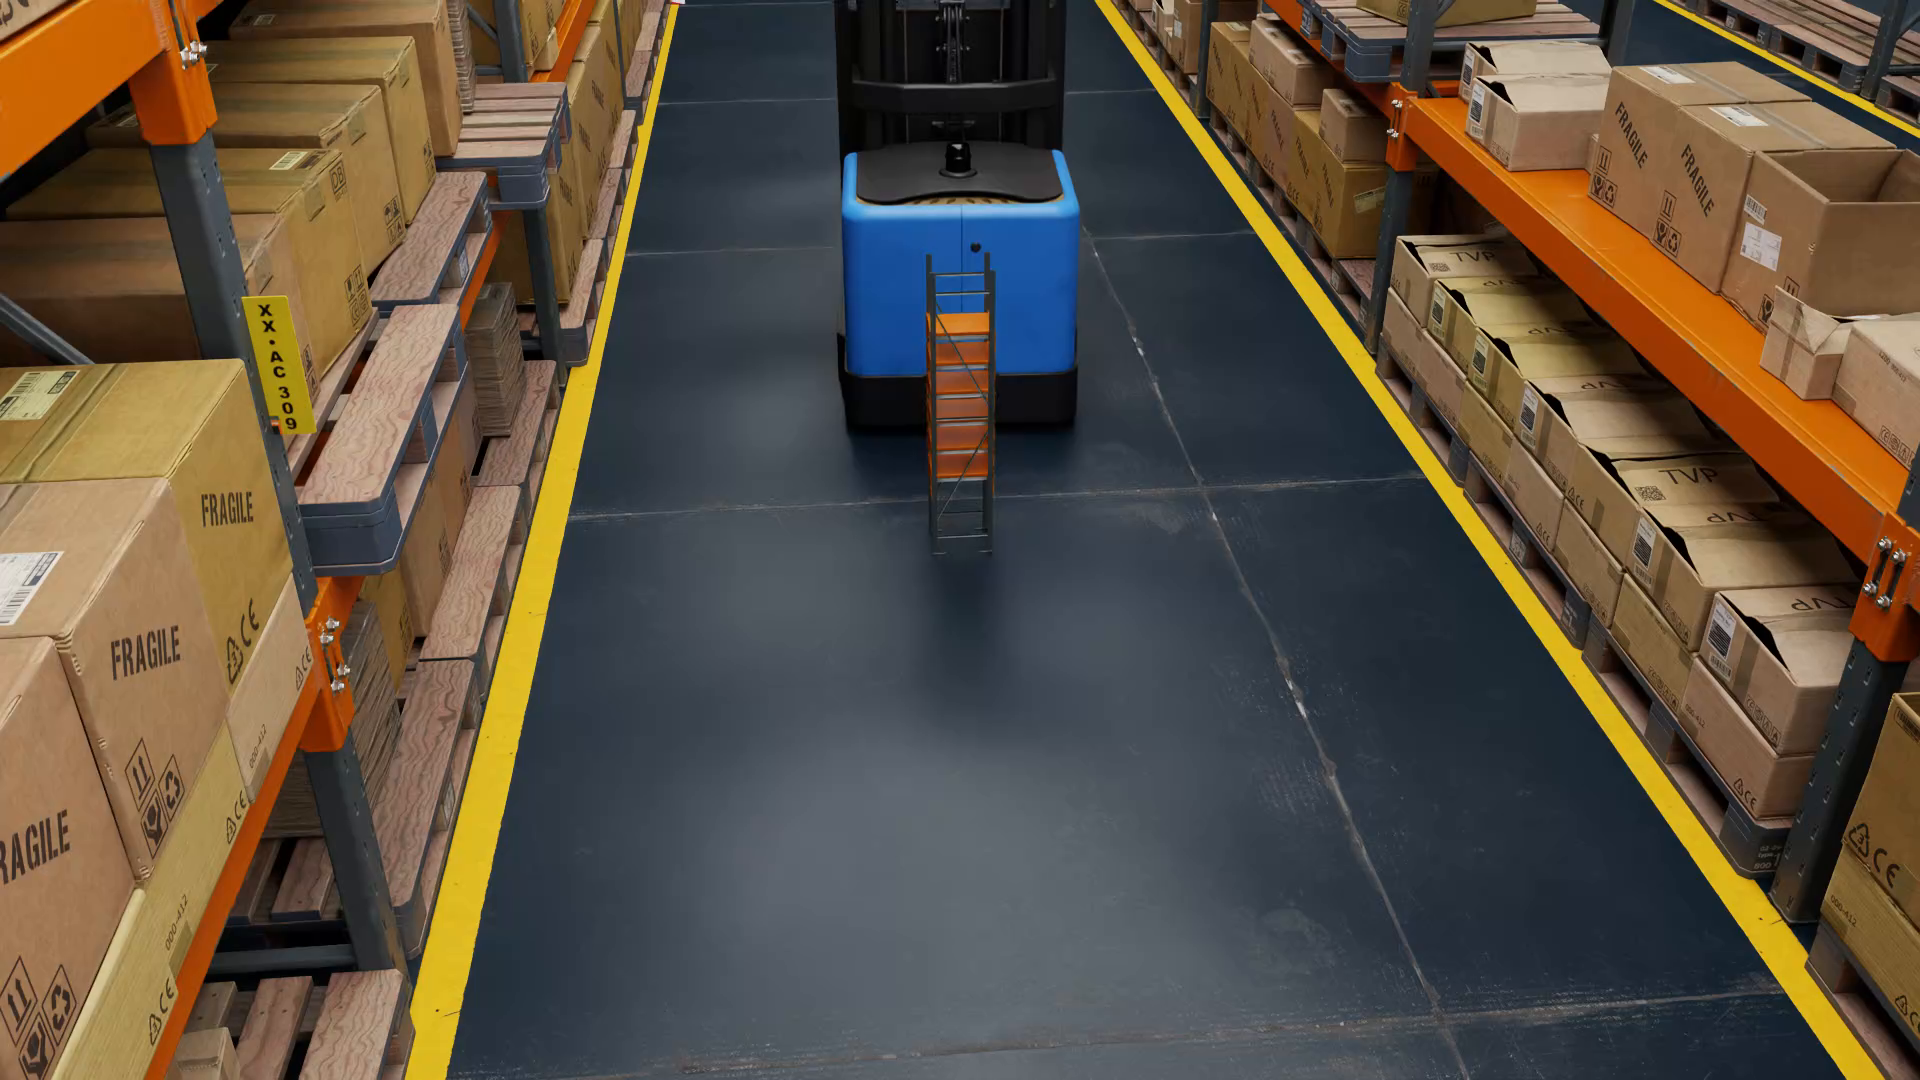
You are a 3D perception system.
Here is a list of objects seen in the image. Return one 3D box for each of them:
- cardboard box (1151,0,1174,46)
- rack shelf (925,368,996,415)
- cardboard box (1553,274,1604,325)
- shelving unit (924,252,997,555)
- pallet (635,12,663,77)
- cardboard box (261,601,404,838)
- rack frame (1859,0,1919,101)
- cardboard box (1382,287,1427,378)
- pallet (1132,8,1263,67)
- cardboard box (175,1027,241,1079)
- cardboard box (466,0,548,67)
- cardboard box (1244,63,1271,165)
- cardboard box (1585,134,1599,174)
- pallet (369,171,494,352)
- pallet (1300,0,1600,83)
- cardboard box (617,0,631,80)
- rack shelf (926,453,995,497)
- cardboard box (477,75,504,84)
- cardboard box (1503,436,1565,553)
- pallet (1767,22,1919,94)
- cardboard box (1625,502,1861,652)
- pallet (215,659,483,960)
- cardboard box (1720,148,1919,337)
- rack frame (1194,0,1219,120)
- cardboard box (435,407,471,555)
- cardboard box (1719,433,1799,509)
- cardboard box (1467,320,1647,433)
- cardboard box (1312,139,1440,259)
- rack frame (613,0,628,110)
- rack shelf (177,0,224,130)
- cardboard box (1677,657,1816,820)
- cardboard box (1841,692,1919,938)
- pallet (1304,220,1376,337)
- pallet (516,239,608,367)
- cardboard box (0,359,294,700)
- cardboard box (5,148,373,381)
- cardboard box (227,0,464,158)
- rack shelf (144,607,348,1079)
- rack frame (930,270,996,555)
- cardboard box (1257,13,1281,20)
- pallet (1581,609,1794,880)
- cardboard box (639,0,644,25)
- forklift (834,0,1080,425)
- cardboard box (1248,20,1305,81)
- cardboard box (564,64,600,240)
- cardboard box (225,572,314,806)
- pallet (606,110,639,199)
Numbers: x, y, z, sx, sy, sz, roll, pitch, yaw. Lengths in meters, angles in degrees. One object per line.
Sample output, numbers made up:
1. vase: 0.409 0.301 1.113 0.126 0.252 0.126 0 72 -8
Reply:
1. cardboard box: 1.759 -3.993 12.703 0.500 0.311 0.500 -3 31 -5
2. rack shelf: 0.001 -0.573 6.391 0.258 0.103 0.180 -3 31 -5
3. cardboard box: 2.888 -0.976 7.184 0.500 0.311 0.500 -3 31 -5
4. shelving unit: 0.001 -0.508 6.430 0.258 1.200 0.189 -3 31 -5
5. pallet: -2.877 -3.878 13.037 1.003 0.211 1.213 -3 31 -5
6. cardboard box: -2.105 0.535 4.939 0.700 0.500 0.500 -2 31 -3
7. rack frame: 7.097 -4.534 11.415 1.000 3.000 0.127 -3 31 -5
8. cardboard box: 2.295 -0.975 7.728 0.500 0.250 0.500 -3 31 -5
9. pallet: 1.985 -4.076 13.369 1.003 0.211 1.213 -3 31 -5
10. cardboard box: -1.939 1.324 3.941 0.380 0.166 0.250 -7 32 -11
11. cardboard box: -2.184 -2.456 7.530 0.500 0.500 0.500 -2 31 -3
12. cardboard box: 2.068 -2.628 10.233 0.500 0.500 0.500 -2 31 -4
13. cardboard box: 2.714 -1.500 6.581 0.380 0.149 0.250 -1 31 -1
14. pallet: -2.167 -0.926 5.562 1.003 0.211 1.213 -3 31 -5
15. pallet: 2.405 -2.516 8.225 1.213 0.211 1.003 -3 31 -5
16. cardboard box: -2.734 -3.553 11.801 0.700 0.500 0.500 -2 31 -4
17. rack shelf: 0.001 -0.264 6.576 0.258 0.103 0.180 -3 31 -5
18. cardboard box: -2.193 -2.097 7.561 0.380 0.149 0.250 -3 31 -5
19. cardboard box: 2.445 -0.191 6.416 0.500 0.250 0.500 -2 31 -4
20. pallet: 6.990 -3.710 12.756 1.003 0.211 1.213 -3 31 -5
21. cardboard box: 2.534 0.087 5.404 0.500 0.311 0.500 -2 31 -3
22. pallet: -2.093 0.825 5.163 1.003 0.211 1.213 -3 31 -5
23. cardboard box: 2.808 -0.919 5.265 0.500 0.500 0.500 -1 31 -1
24. rack frame: 2.165 -4.298 11.021 1.000 3.000 0.127 -3 31 -5
25. cardboard box: -2.267 -0.247 6.246 0.700 0.500 0.500 -3 31 -5
26. cardboard box: 3.031 -0.197 5.880 0.500 0.311 0.500 -4 31 -6
27. cardboard box: 2.398 -0.687 6.700 0.500 0.311 0.500 -4 31 -6
28. cardboard box: 2.218 -1.838 8.911 0.500 0.500 0.500 -2 31 -3
29. rack frame: -2.767 -4.059 10.621 1.000 3.000 0.127 -3 31 -5
30. rack shelf: -2.206 -1.975 4.907 1.077 0.370 4.000 -3 31 -5
31. cardboard box: 2.585 0.588 5.112 0.500 0.250 0.500 -3 31 -5
32. cardboard box: 2.644 0.716 4.167 0.500 0.500 0.500 -3 31 -5
33. pallet: 2.507 -1.442 8.958 1.003 0.211 1.213 -3 31 -5
34. pallet: -2.392 -1.226 8.597 1.003 0.211 1.213 -3 31 -5
35. cardboard box: -1.667 -0.014 3.244 0.500 0.500 0.500 -3 31 -5
36. cardboard box: -2.078 -0.754 4.560 0.700 0.500 0.500 0 31 1
37. cardboard box: -2.260 -1.725 6.187 0.700 0.500 0.500 -6 31 -9
38. rack shelf: -1.832 1.355 2.257 1.077 0.370 4.000 -3 31 -5
39. rack frame: 0.010 -0.461 6.352 0.240 1.200 0.006 -3 31 -5
40. cardboard box: 2.250 -3.937 12.750 0.380 0.166 0.250 -3 31 -5
41. pallet: 2.805 0.609 5.525 1.003 0.211 1.213 -3 31 -5
42. cardboard box: -2.881 -4.344 13.125 0.700 0.500 0.500 -4 31 -6
43. forklift: -0.056 -2.496 8.071 1.130 2.935 3.031 -1 31 -2
44. cardboard box: 2.061 -2.967 10.069 0.500 0.250 0.500 -3 31 -4
45. cardboard box: -2.407 -2.104 9.033 0.750 0.750 0.750 -3 31 -5
46. cardboard box: -1.673 0.308 3.435 0.500 0.250 0.500 -3 31 -4
47. pallet: -2.620 -2.472 10.682 1.003 0.211 1.213 -3 31 -5
